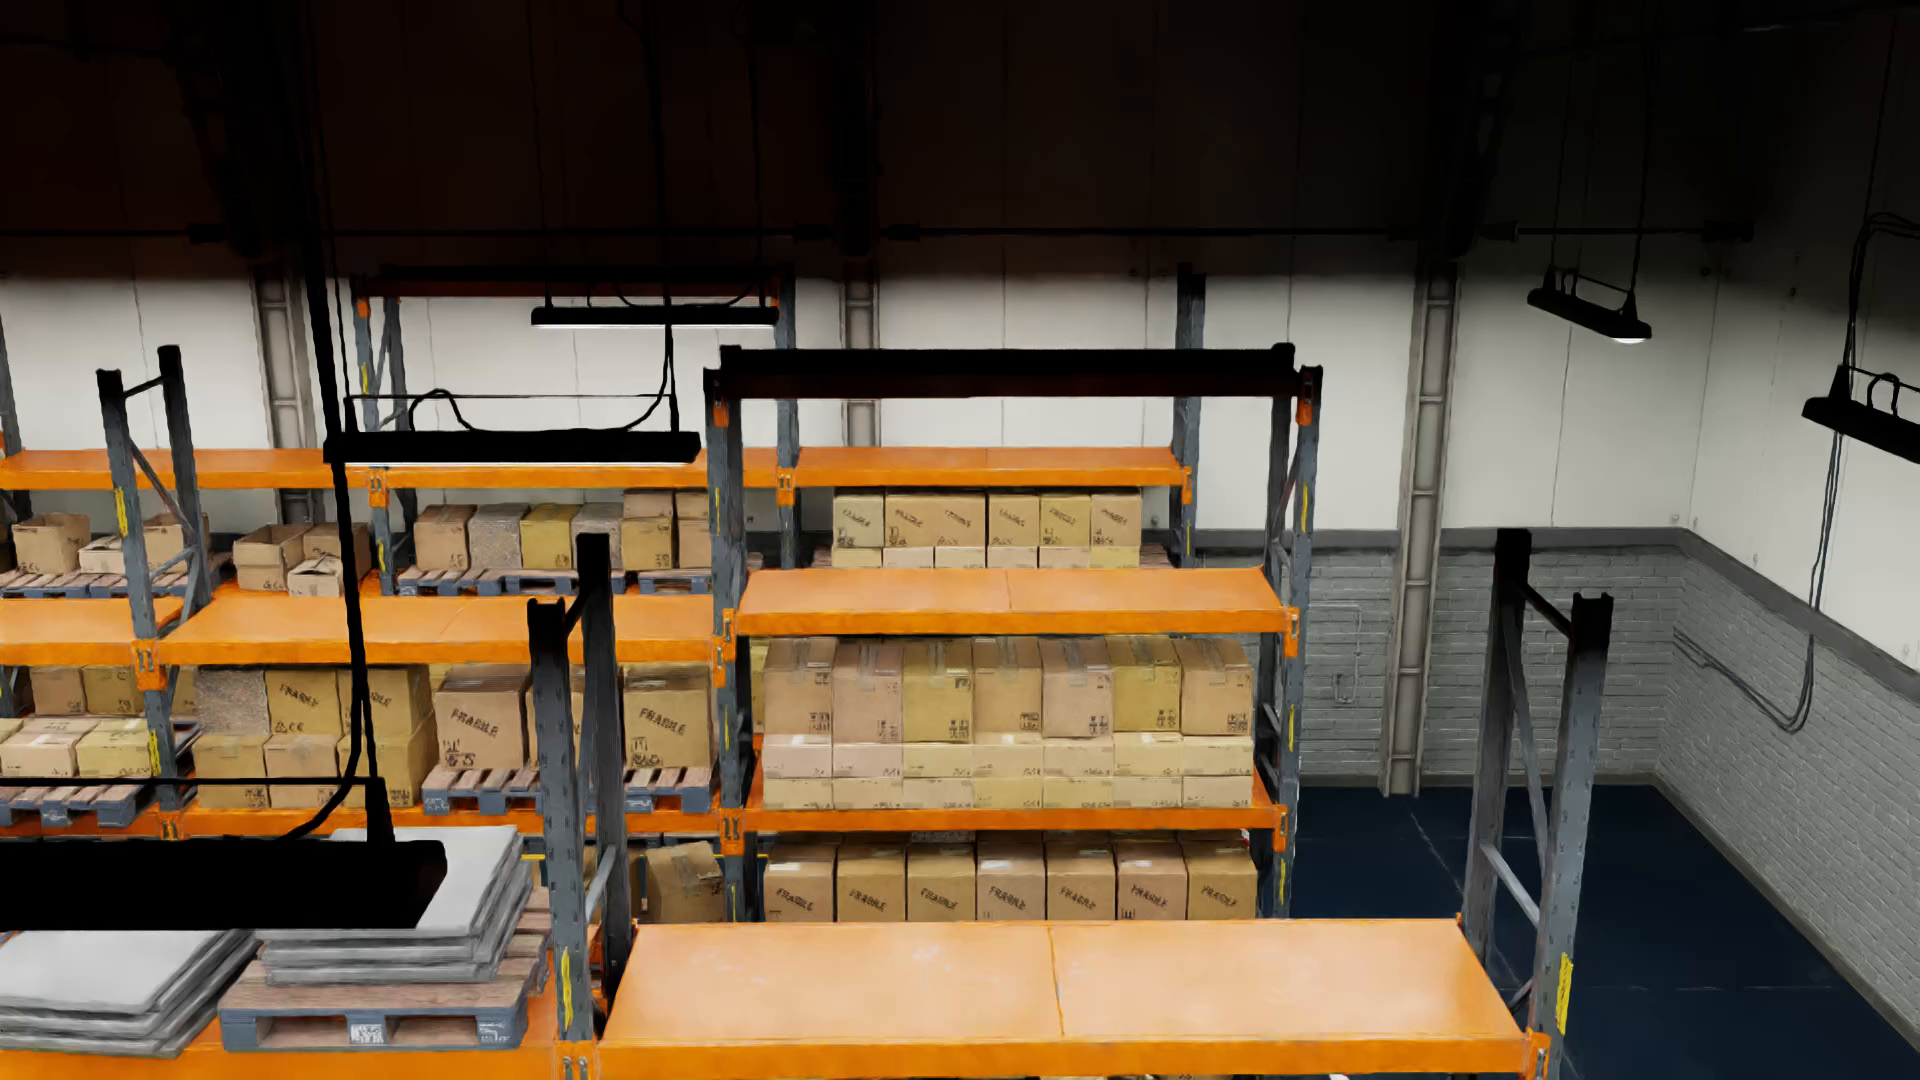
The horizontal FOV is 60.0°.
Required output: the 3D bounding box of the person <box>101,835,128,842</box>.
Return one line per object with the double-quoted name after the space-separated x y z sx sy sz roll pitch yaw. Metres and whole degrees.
-7.018 3.248 14.332 0.546 1.733 0.729 -1 16 -2 "person"
